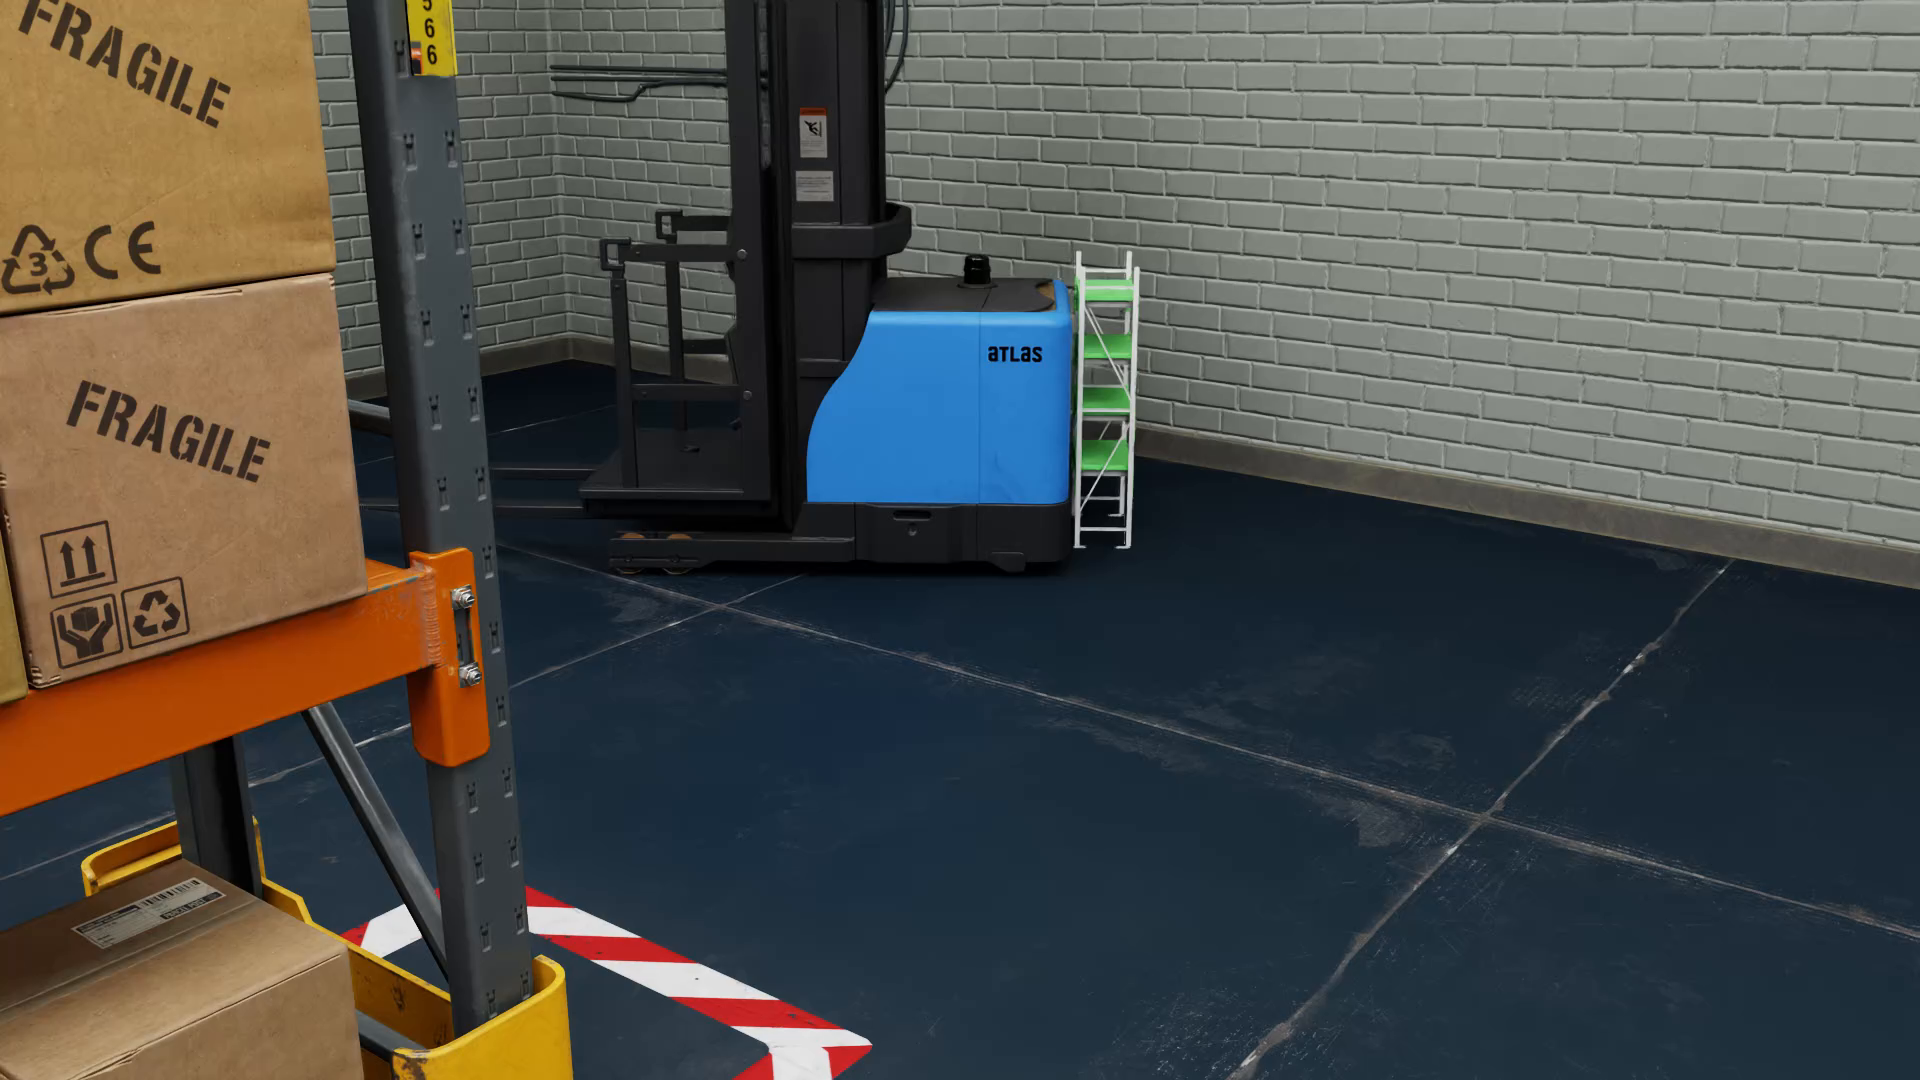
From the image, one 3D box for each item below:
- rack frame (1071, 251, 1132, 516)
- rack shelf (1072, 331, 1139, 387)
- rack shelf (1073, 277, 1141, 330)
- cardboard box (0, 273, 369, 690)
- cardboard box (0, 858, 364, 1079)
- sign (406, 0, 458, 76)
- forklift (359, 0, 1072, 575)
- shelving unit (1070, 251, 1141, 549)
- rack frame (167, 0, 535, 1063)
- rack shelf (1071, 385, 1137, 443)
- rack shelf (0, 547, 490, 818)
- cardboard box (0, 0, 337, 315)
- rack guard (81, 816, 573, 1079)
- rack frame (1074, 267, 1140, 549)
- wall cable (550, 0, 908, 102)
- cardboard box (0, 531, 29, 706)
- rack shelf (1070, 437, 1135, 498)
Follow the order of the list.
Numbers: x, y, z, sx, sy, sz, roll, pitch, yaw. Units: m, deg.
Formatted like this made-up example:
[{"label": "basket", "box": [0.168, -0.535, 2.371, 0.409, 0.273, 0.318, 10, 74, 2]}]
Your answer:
[{"label": "rack frame", "box": [0.628, -0.684, 7.424, 0.240, 1.200, 0.015, 1, 17, 2]}, {"label": "rack shelf", "box": [0.620, -0.780, 7.139, 0.258, 0.148, 0.480, 1, 17, 2]}, {"label": "rack shelf", "box": [0.620, -1.009, 7.068, 0.258, 0.148, 0.480, 1, 17, 2]}, {"label": "cardboard box", "box": [-1.264, -0.140, 2.468, 0.500, 0.500, 0.500, 13, 22, 36]}, {"label": "cardboard box", "box": [-1.342, 0.910, 2.730, 0.500, 0.500, 0.500, 12, 21, 35]}, {"label": "sign", "box": [-0.782, -0.848, 2.431, 0.100, 0.325, 0.005, 12, 21, 35]}, {"label": "forklift", "box": [-1.044, -1.413, 6.851, 3.031, 2.935, 1.130, 1, 17, 2]}, {"label": "shelving unit", "box": [0.620, -0.612, 7.191, 0.258, 1.200, 0.503, 1, 17, 2]}, {"label": "rack frame", "box": [-1.216, -0.247, 2.981, 1.000, 3.000, 0.127, 12, 21, 35]}, {"label": "rack shelf", "box": [0.620, -0.551, 7.210, 0.258, 0.148, 0.480, 1, 17, 2]}, {"label": "rack shelf", "box": [-2.408, 0.573, 1.554, 1.077, 0.370, 4.000, 12, 21, 35]}, {"label": "cardboard box", "box": [-1.261, -0.618, 2.320, 0.500, 0.500, 0.500, 12, 21, 34]}, {"label": "rack guard", "box": [-1.261, 0.965, 3.294, 1.175, 0.500, 0.348, 12, 21, 35]}, {"label": "rack frame", "box": [0.611, -0.540, 6.959, 0.240, 1.200, 0.015, 1, 17, 2]}, {"label": "wall cable", "box": [-1.540, -3.788, 9.503, 3.097, 2.526, 0.112, 12, 21, 35]}, {"label": "cardboard box", "box": [-1.571, -0.016, 2.068, 0.500, 0.500, 0.500, 13, 21, 35]}, {"label": "rack shelf", "box": [0.620, -0.322, 7.282, 0.258, 0.148, 0.480, 1, 17, 2]}]
